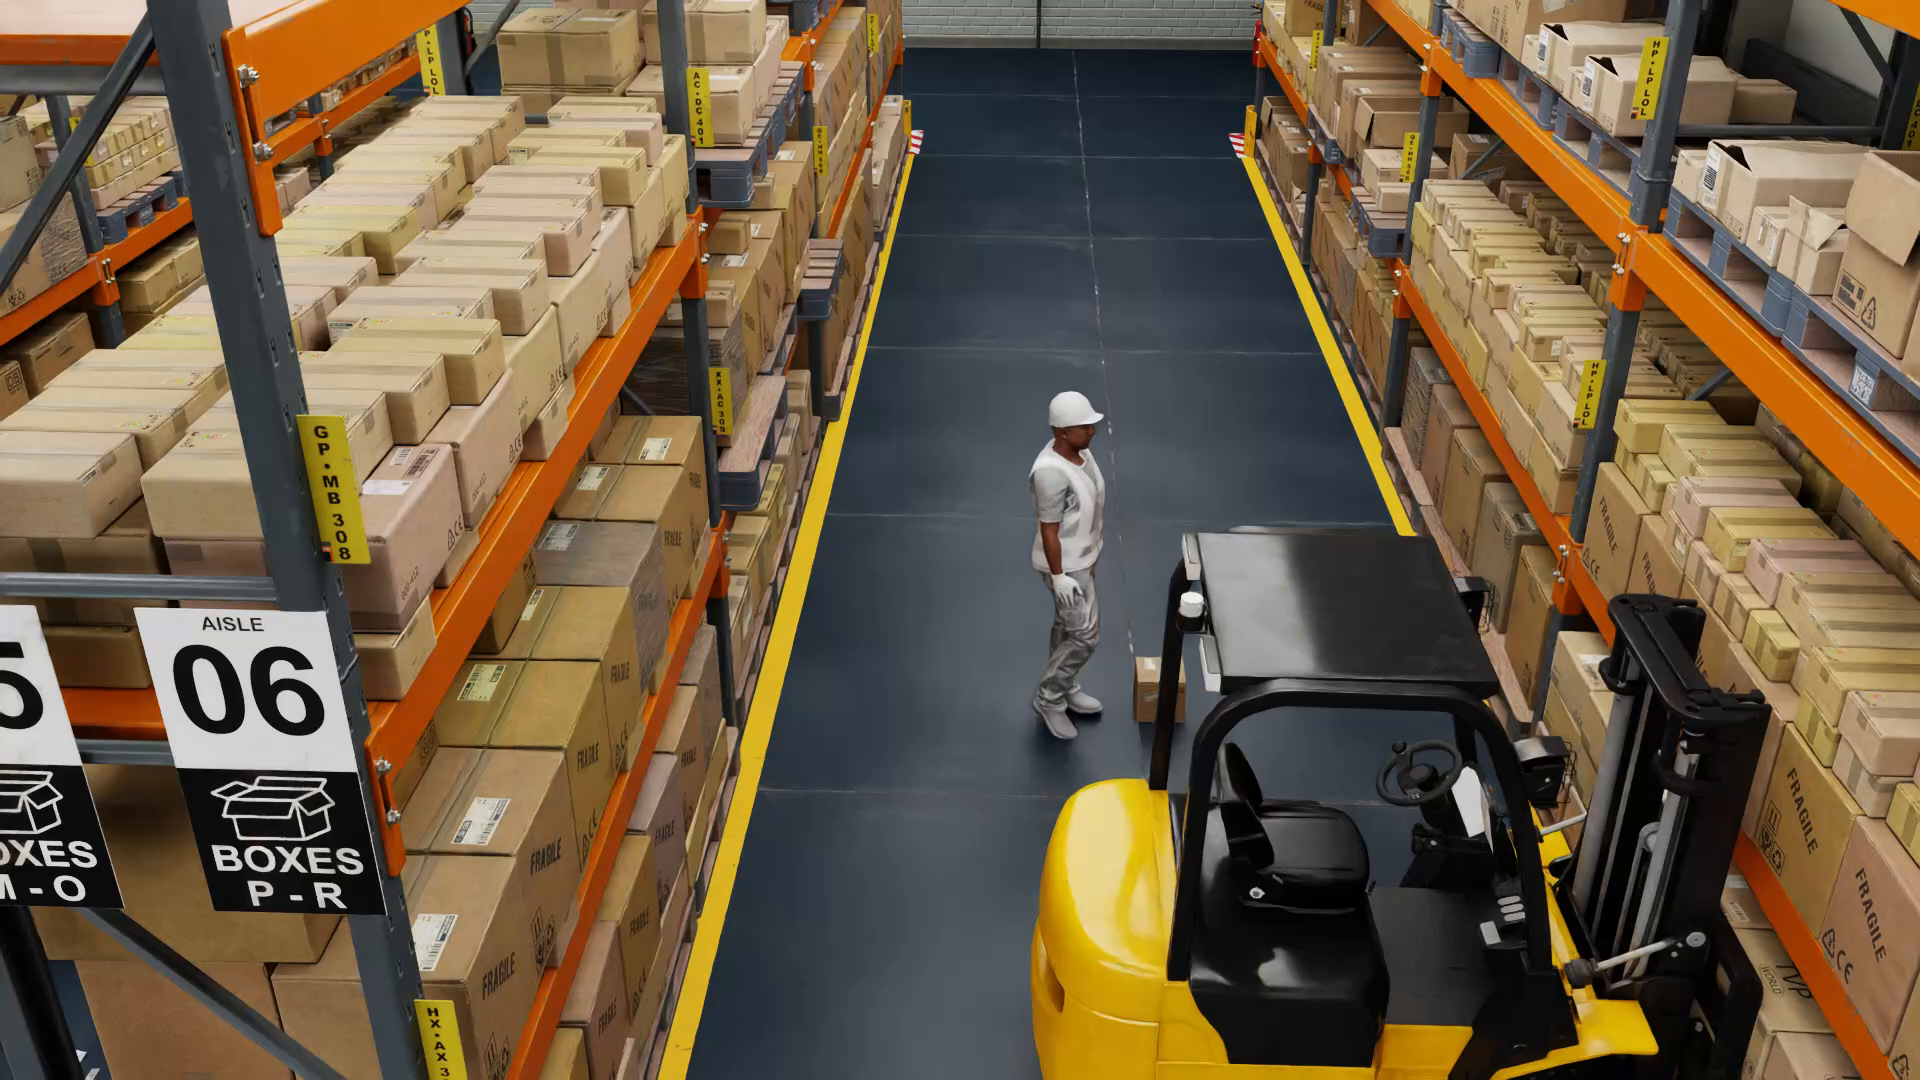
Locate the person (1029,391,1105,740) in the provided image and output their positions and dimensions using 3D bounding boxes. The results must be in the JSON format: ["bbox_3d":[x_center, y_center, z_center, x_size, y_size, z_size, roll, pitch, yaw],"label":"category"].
[{"bbox_3d":[0.563,0.107,8.400,0.396,1.814,0.566,9,29,16],"label":"person"}]
